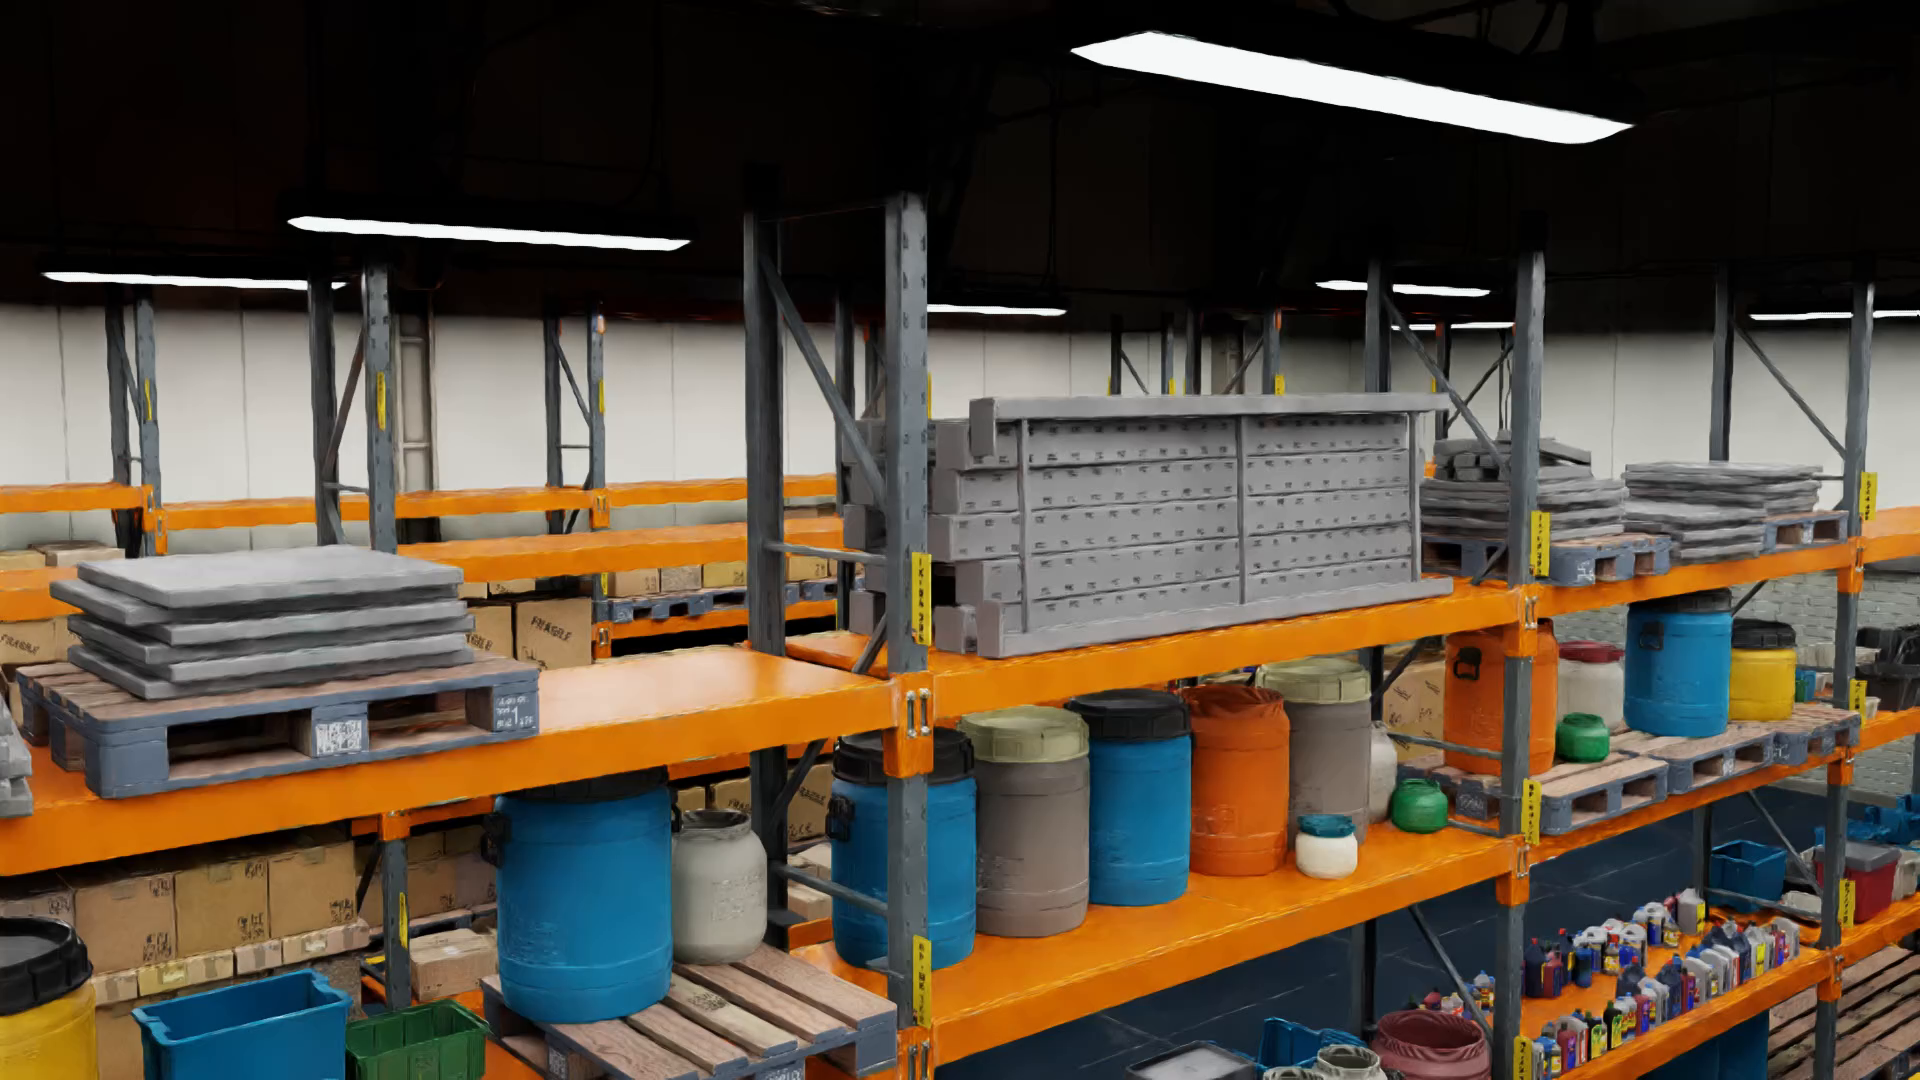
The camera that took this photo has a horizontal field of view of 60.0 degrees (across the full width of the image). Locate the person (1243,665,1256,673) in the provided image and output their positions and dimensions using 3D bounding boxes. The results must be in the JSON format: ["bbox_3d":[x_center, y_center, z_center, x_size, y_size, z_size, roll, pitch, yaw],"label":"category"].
[{"bbox_3d":[4.159,2.134,22.879,0.697,1.647,0.560,0,6,-2],"label":"person"}]
